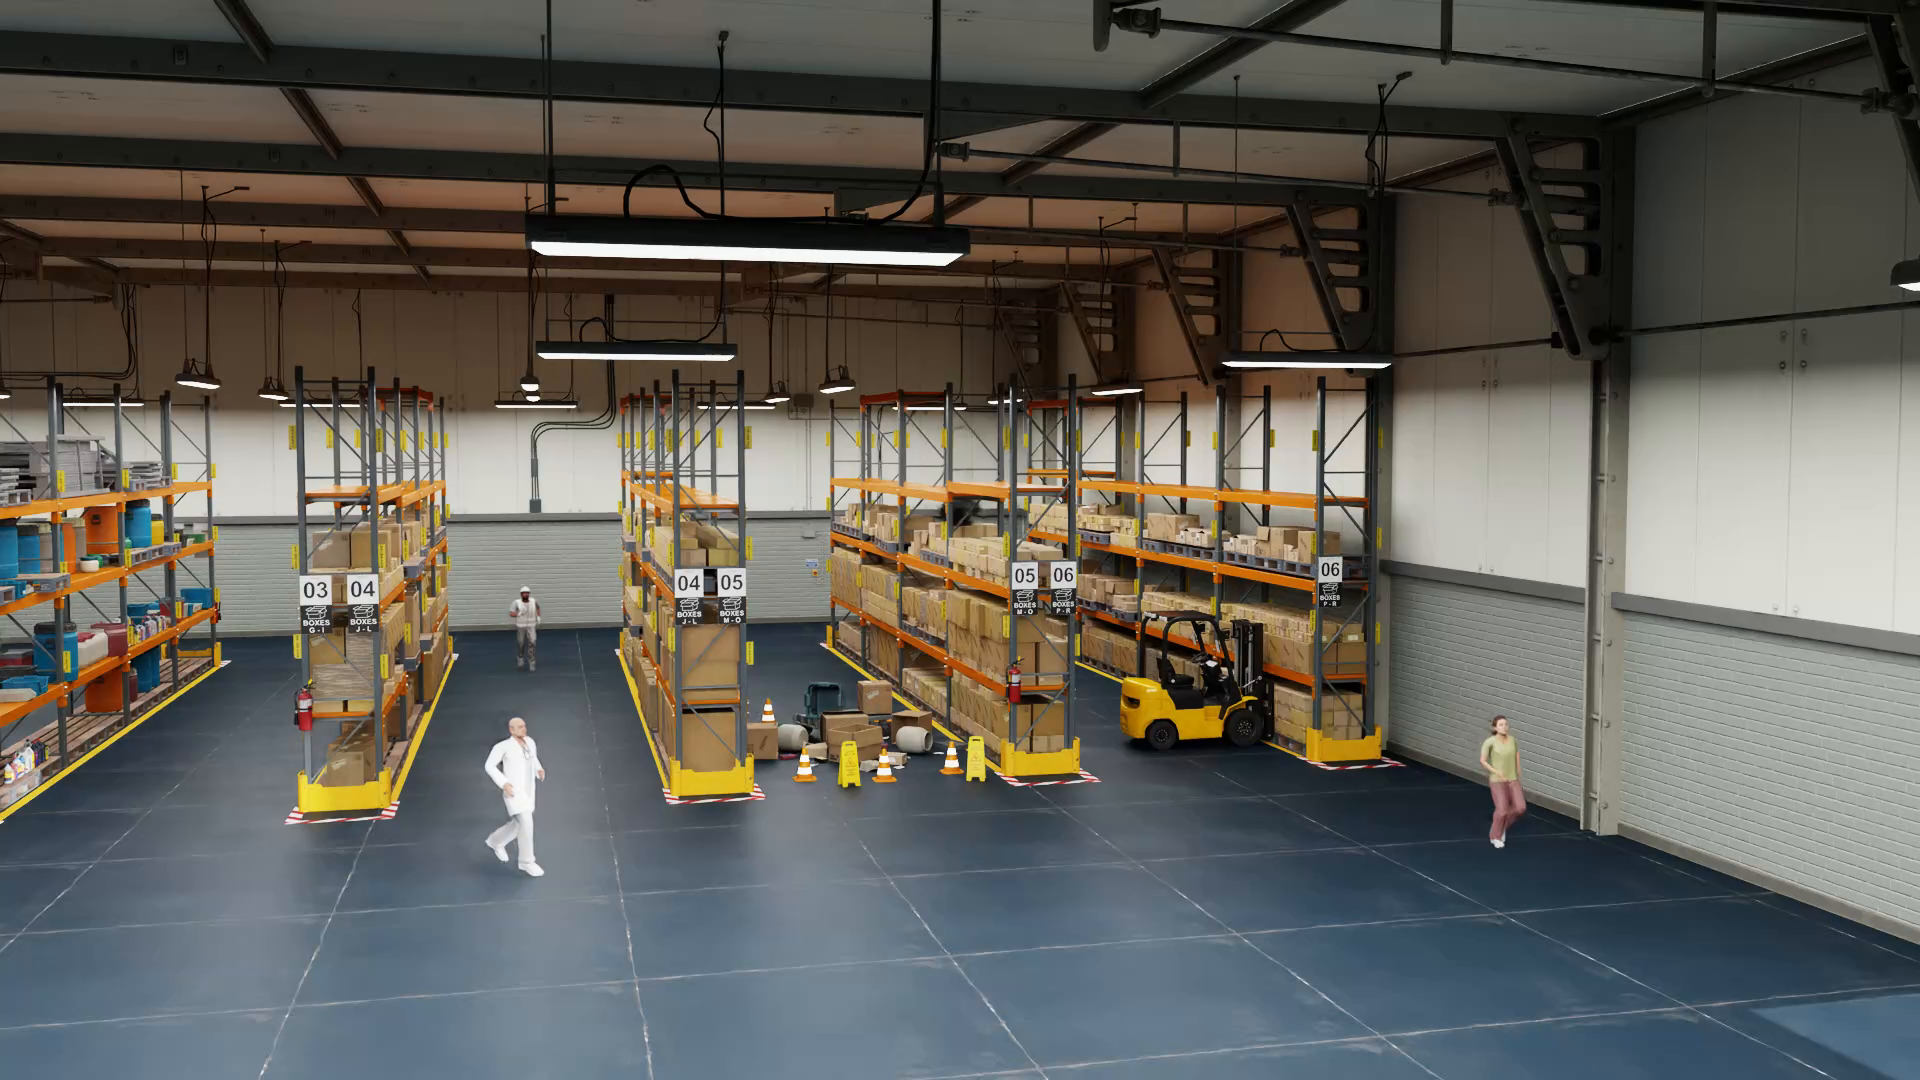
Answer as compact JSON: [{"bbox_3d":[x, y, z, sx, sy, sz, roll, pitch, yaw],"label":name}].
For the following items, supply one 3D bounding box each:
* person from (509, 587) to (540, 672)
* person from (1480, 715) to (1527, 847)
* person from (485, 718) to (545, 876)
[{"bbox_3d":[-9.500,1.911,36.341,0.713,1.797,0.825,-2,4,-24],"label":"person"},{"bbox_3d":[6.688,2.970,20.417,0.590,1.629,0.520,-1,3,-13],"label":"person"},{"bbox_3d":[-5.180,3.048,19.350,0.920,1.610,0.698,2,4,26],"label":"person"}]
